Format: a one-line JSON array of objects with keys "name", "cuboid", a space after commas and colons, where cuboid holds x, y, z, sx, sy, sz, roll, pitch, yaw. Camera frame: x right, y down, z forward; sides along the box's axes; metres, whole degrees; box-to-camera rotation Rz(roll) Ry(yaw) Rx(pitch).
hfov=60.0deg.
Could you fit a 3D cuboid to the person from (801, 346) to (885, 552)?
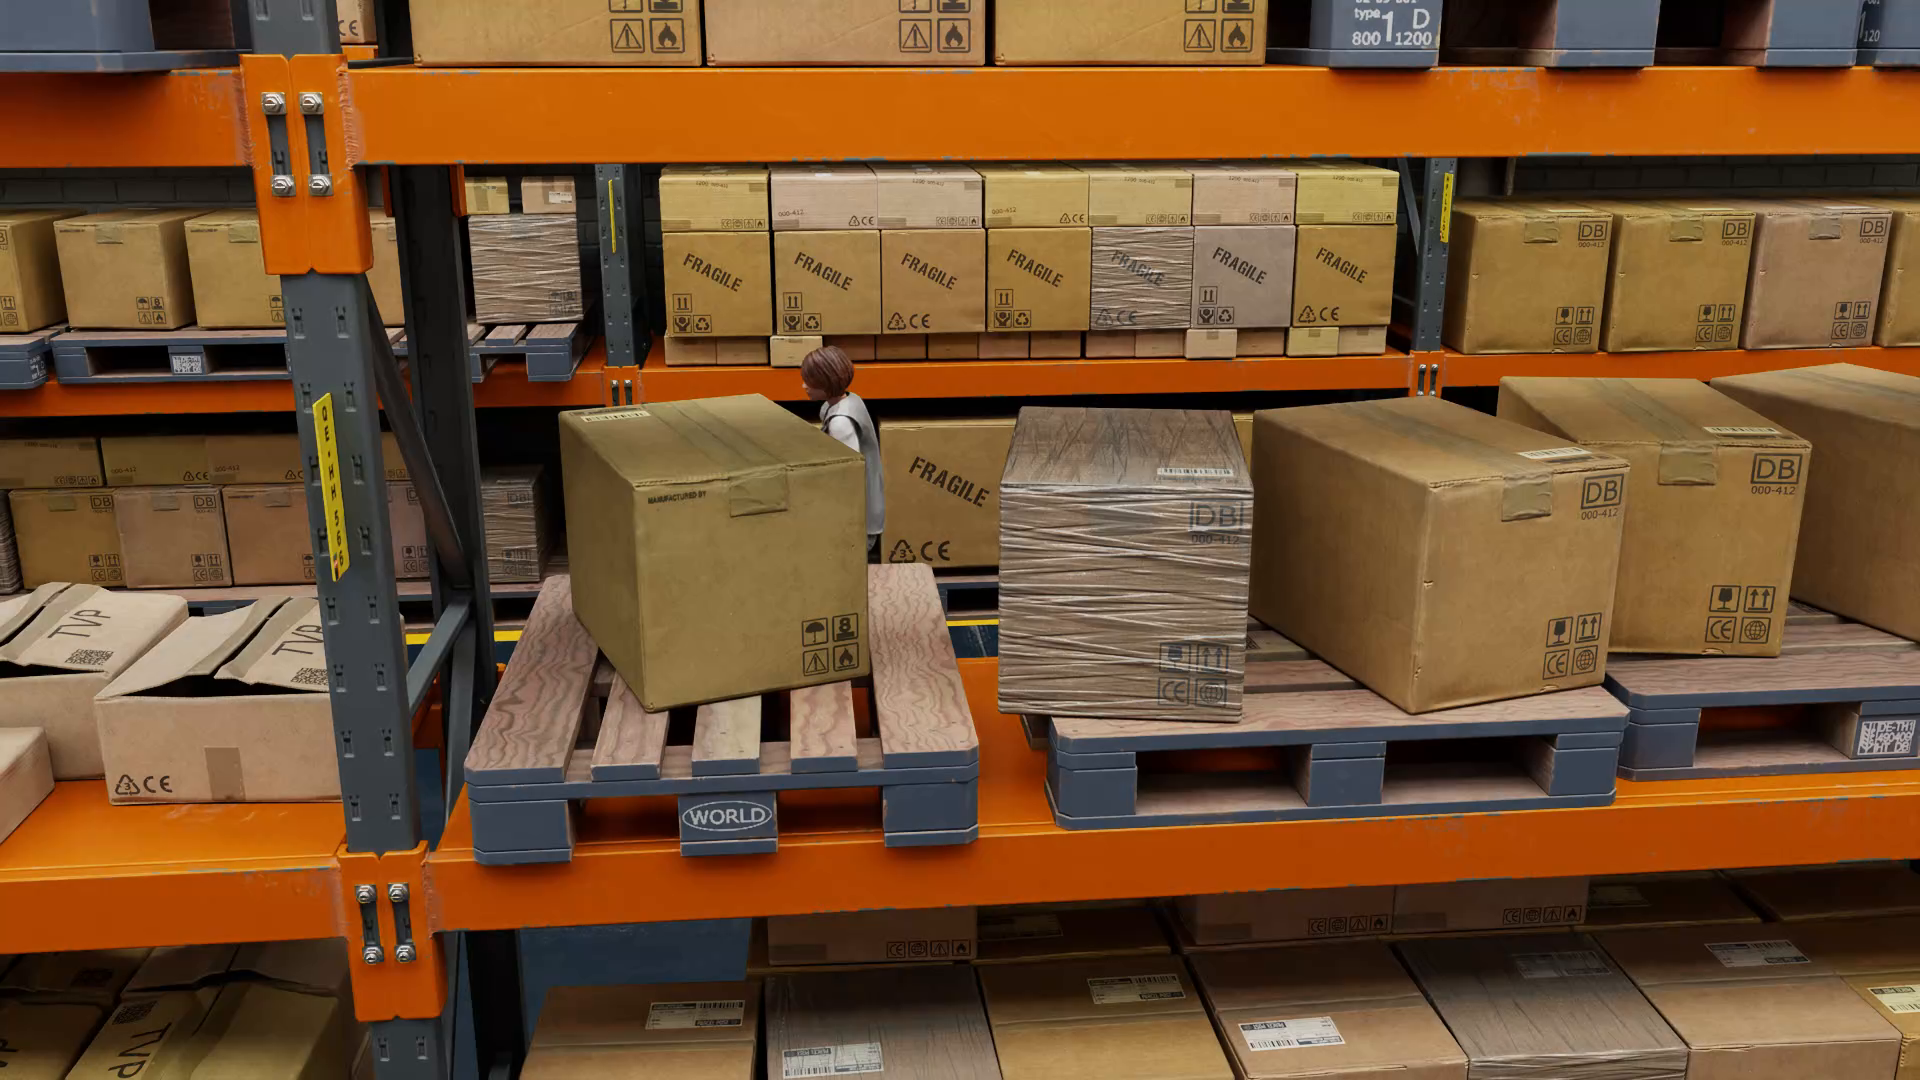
[{"name": "person", "cuboid": [-0.515, -0.054, 7.260, 0.372, 1.581, 0.459, -2, 17, -6]}]
